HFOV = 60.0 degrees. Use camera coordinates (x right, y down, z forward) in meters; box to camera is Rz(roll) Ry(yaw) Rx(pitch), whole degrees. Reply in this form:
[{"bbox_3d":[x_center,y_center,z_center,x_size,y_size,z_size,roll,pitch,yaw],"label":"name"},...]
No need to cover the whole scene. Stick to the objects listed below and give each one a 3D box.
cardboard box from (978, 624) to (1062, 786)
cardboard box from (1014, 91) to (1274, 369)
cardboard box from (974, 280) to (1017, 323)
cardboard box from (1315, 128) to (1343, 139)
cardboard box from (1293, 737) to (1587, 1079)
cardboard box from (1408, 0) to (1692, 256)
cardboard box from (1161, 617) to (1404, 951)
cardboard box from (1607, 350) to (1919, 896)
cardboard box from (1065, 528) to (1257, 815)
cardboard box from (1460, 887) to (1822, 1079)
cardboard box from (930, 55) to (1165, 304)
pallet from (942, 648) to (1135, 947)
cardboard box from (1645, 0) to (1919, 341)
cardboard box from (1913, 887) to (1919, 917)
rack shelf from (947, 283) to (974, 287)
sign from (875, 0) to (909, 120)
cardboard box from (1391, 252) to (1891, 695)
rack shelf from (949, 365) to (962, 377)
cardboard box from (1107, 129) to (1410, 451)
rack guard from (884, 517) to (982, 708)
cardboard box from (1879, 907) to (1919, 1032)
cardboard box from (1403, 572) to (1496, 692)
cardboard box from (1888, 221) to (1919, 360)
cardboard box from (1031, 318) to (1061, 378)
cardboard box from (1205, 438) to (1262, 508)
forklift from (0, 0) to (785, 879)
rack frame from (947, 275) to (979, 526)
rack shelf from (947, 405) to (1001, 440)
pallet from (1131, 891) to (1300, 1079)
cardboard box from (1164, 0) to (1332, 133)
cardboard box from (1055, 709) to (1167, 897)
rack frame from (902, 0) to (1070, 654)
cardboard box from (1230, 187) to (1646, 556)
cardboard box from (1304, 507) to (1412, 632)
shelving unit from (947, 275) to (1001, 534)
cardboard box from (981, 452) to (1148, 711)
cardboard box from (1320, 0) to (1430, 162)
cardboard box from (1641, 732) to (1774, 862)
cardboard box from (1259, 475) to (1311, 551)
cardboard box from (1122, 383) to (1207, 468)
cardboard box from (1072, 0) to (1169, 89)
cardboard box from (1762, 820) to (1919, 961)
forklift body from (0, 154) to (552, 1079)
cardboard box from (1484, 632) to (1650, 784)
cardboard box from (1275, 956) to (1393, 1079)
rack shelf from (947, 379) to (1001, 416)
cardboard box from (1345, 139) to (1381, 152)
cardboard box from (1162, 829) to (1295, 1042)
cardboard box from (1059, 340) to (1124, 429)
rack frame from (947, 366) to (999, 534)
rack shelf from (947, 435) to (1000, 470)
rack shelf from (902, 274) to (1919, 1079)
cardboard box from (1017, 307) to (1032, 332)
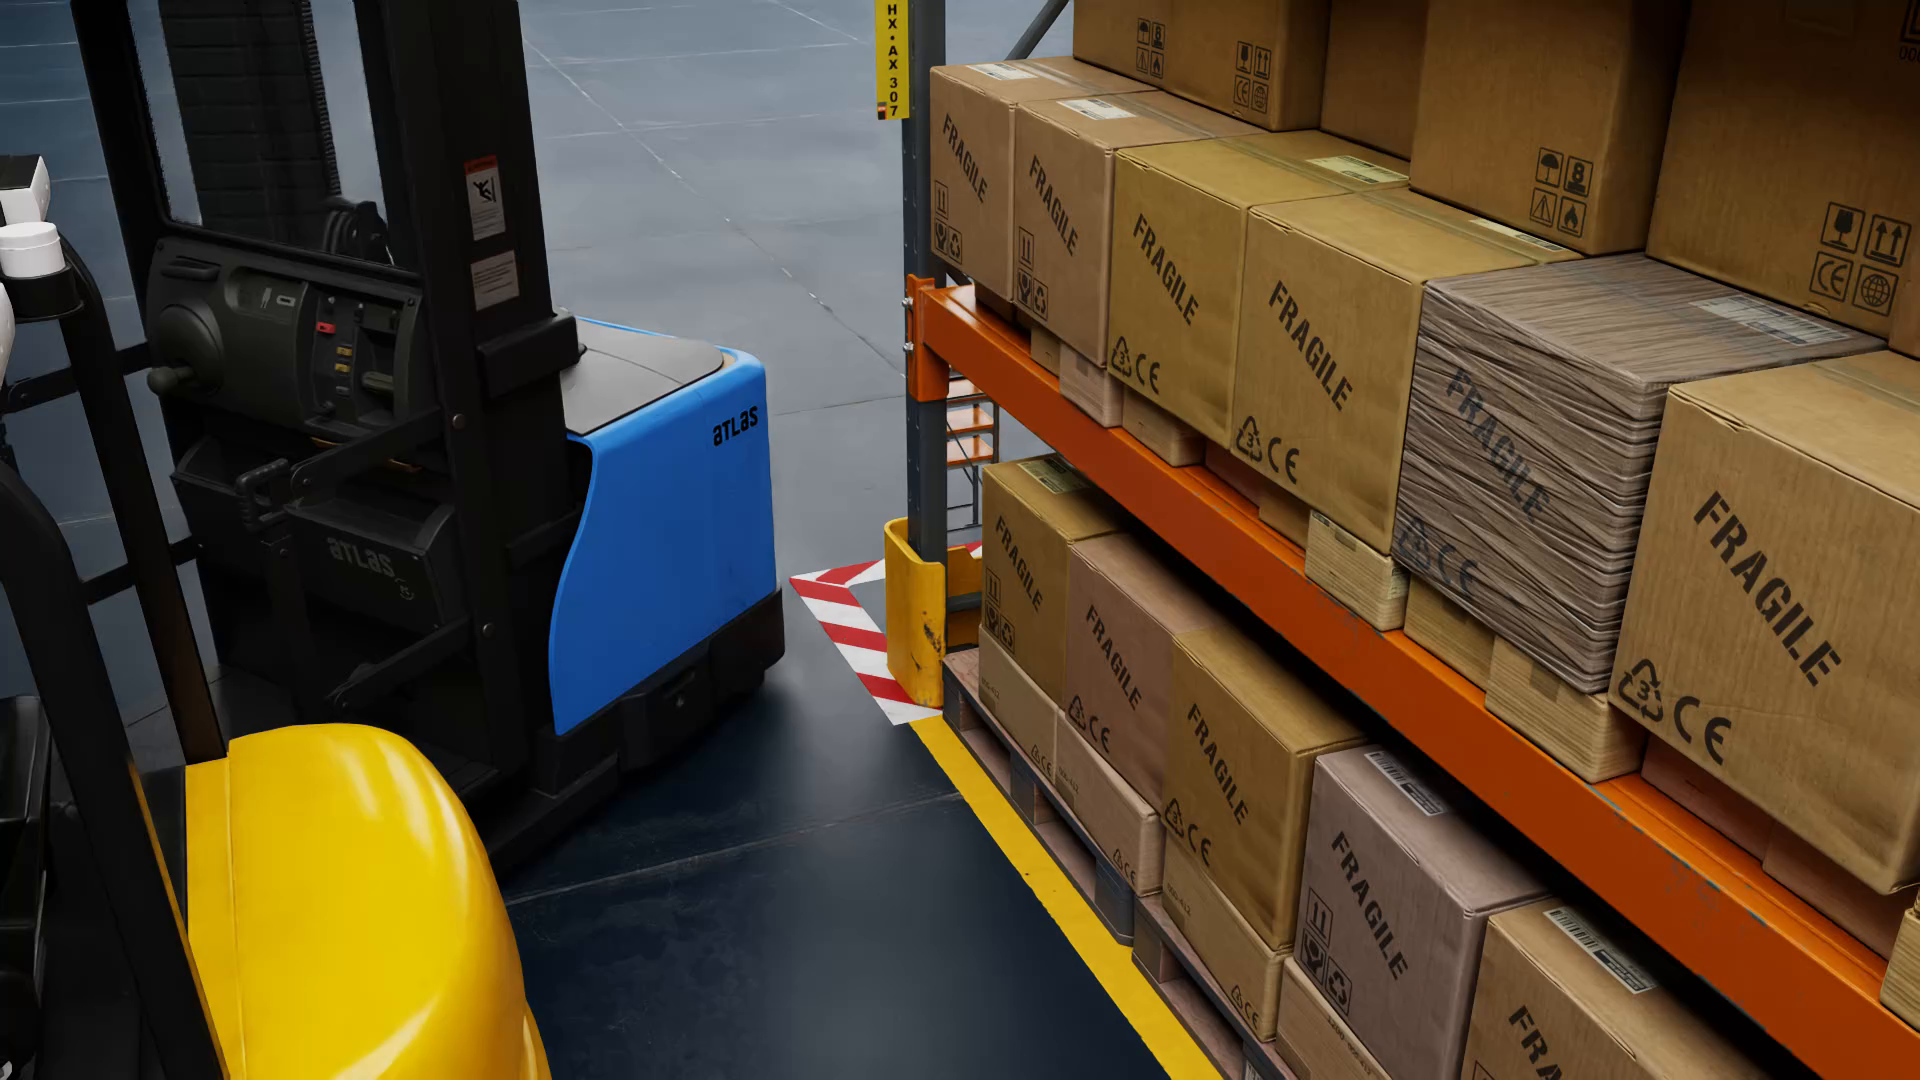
[{"bbox_3d":[0.380,0.404,4.660,0.500,0.250,0.500,-11,28,-21],"label":"cardboard box"},{"bbox_3d":[0.454,-0.747,3.909,0.500,0.500,0.500,-10,28,-19],"label":"cardboard box"},{"bbox_3d":[0.261,-0.731,4.614,0.380,0.149,0.250,-10,28,-20],"label":"cardboard box"},{"bbox_3d":[0.976,-0.820,4.058,0.500,0.500,0.500,-11,28,-20],"label":"cardboard box"},{"bbox_3d":[1.004,0.705,3.188,0.500,0.500,0.500,-9,27,-18],"label":"cardboard box"},{"bbox_3d":[1.272,-0.856,2.993,0.700,0.500,0.500,-11,28,-21],"label":"cardboard box"},{"bbox_3d":[0.787,0.490,3.627,0.500,0.500,0.500,-10,28,-20],"label":"cardboard box"},{"bbox_3d":[1.274,0.077,2.221,0.500,0.500,0.500,-10,28,-19],"label":"cardboard box"},{"bbox_3d":[0.598,0.287,4.045,0.500,0.500,0.500,-12,28,-23],"label":"cardboard box"},{"bbox_3d":[1.205,0.911,2.767,0.500,0.500,0.500,-10,28,-20],"label":"cardboard box"},{"bbox_3d":[0.248,-0.956,4.336,0.500,0.500,0.500,-11,28,-21],"label":"cardboard box"},{"bbox_3d":[0.634,0.601,4.778,1.003,0.211,1.213,-11,28,-21],"label":"pallet"},{"bbox_3d":[1.560,-0.662,2.594,0.700,0.500,0.500,-11,28,-22],"label":"cardboard box"},{"bbox_3d":[1.482,0.283,1.798,0.500,0.500,0.500,-11,28,-22],"label":"cardboard box"},{"bbox_3d":[-0.006,-0.829,5.861,0.258,0.103,0.180,-11,28,-21],"label":"rack shelf"},{"bbox_3d":[-0.181,-1.312,4.532,0.100,0.325,0.005,-11,28,-21],"label":"sign"},{"bbox_3d":[1.067,-0.132,2.649,0.500,0.500,0.500,-10,28,-19],"label":"cardboard box"},{"bbox_3d":[-0.006,-0.613,5.966,0.258,0.103,0.180,-11,28,-21],"label":"rack shelf"},{"bbox_3d":[0.655,-0.542,3.488,0.500,0.500,0.500,-11,28,-22],"label":"cardboard box"},{"bbox_3d":[0.348,0.138,5.398,1.175,0.500,0.348,-11,28,-21],"label":"rack guard"},{"bbox_3d":[1.374,0.534,2.023,0.380,0.149,0.250,-10,28,-19],"label":"cardboard box"},{"bbox_3d":[1.005,0.116,2.880,0.380,0.149,0.250,-11,28,-22],"label":"cardboard box"},{"bbox_3d":[1.732,-0.454,2.169,0.700,0.500,0.500,-10,28,-20],"label":"cardboard box"},{"bbox_3d":[0.402,-0.510,4.162,0.380,0.149,0.250,-12,28,-22],"label":"cardboard box"},{"bbox_3d":[0.750,-0.205,3.537,0.380,0.149,0.250,-10,28,-19],"label":"cardboard box"},{"bbox_3d":[-1.743,-0.452,3.835,1.130,2.935,3.031,14,30,27],"label":"forklift"},{"bbox_3d":[-0.042,-0.582,6.075,0.240,1.200,0.006,-11,28,-21],"label":"rack frame"},{"bbox_3d":[-0.006,-0.397,6.071,0.258,0.103,0.180,-11,28,-21],"label":"rack shelf"},{"bbox_3d":[1.107,1.093,3.770,1.003,0.211,1.213,-11,28,-21],"label":"pallet"},{"bbox_3d":[0.910,-1.270,3.840,0.700,0.500,0.500,-10,28,-20],"label":"cardboard box"},{"bbox_3d":[0.573,0.611,4.235,0.500,0.250,0.500,-10,28,-19],"label":"cardboard box"},{"bbox_3d":[0.318,-1.016,4.913,1.000,3.000,0.127,-11,28,-21],"label":"rack frame"},{"bbox_3d":[0.862,-0.338,3.071,0.500,0.500,0.500,-11,28,-22],"label":"cardboard box"},{"bbox_3d":[0.871,0.018,3.080,0.380,0.149,0.250,-10,28,-20],"label":"cardboard box"},{"bbox_3d":[-0.006,-0.545,5.999,0.258,1.200,0.189,-11,28,-21],"label":"shelving unit"},{"bbox_3d":[0.389,0.076,4.476,0.500,0.500,0.500,-12,28,-22],"label":"cardboard box"},{"bbox_3d":[1.205,-1.082,3.454,0.700,0.500,0.500,-11,28,-21],"label":"cardboard box"},{"bbox_3d":[1.259,0.313,2.477,0.380,0.149,0.250,-11,28,-21],"label":"cardboard box"},{"bbox_3d":[0.826,-0.093,3.309,0.380,0.149,0.250,-11,28,-22],"label":"cardboard box"},{"bbox_3d":[0.591,-0.301,3.734,0.380,0.149,0.250,-10,28,-19],"label":"cardboard box"},{"bbox_3d":[0.719,-1.476,4.261,0.700,0.500,0.500,-11,28,-22],"label":"cardboard box"},{"bbox_3d":[1.344,0.416,2.266,0.380,0.149,0.250,-10,28,-20],"label":"cardboard box"},{"bbox_3d":[-1.826,0.672,2.423,2.313,2.155,1.214,-11,28,-21],"label":"forklift body"},{"bbox_3d":[1.077,0.224,2.658,0.380,0.149,0.250,-11,28,-21],"label":"cardboard box"},{"bbox_3d":[0.993,1.034,3.370,0.500,0.250,0.500,-10,28,-20],"label":"cardboard box"},{"bbox_3d":[-0.006,-0.505,6.018,0.258,0.103,0.180,-11,28,-21],"label":"rack shelf"},{"bbox_3d":[1.169,-0.618,3.643,0.500,0.500,0.500,-11,28,-21],"label":"cardboard box"},{"bbox_3d":[0.798,0.829,3.788,0.500,0.250,0.500,-9,27,-17],"label":"cardboard box"},{"bbox_3d":[0.459,-0.400,3.937,0.380,0.149,0.250,-10,28,-20],"label":"cardboard box"},{"bbox_3d":[0.030,-0.508,5.923,0.240,1.200,0.006,-11,28,-21],"label":"rack frame"},{"bbox_3d":[-0.006,-0.290,6.124,0.258,0.103,0.180,-11,28,-21],"label":"rack shelf"},{"bbox_3d":[1.101,0.114,3.417,1.077,0.370,4.000,-11,28,-21],"label":"rack shelf"},{"bbox_3d":[0.373,-0.631,4.410,0.380,0.149,0.250,-10,28,-20],"label":"cardboard box"}]
